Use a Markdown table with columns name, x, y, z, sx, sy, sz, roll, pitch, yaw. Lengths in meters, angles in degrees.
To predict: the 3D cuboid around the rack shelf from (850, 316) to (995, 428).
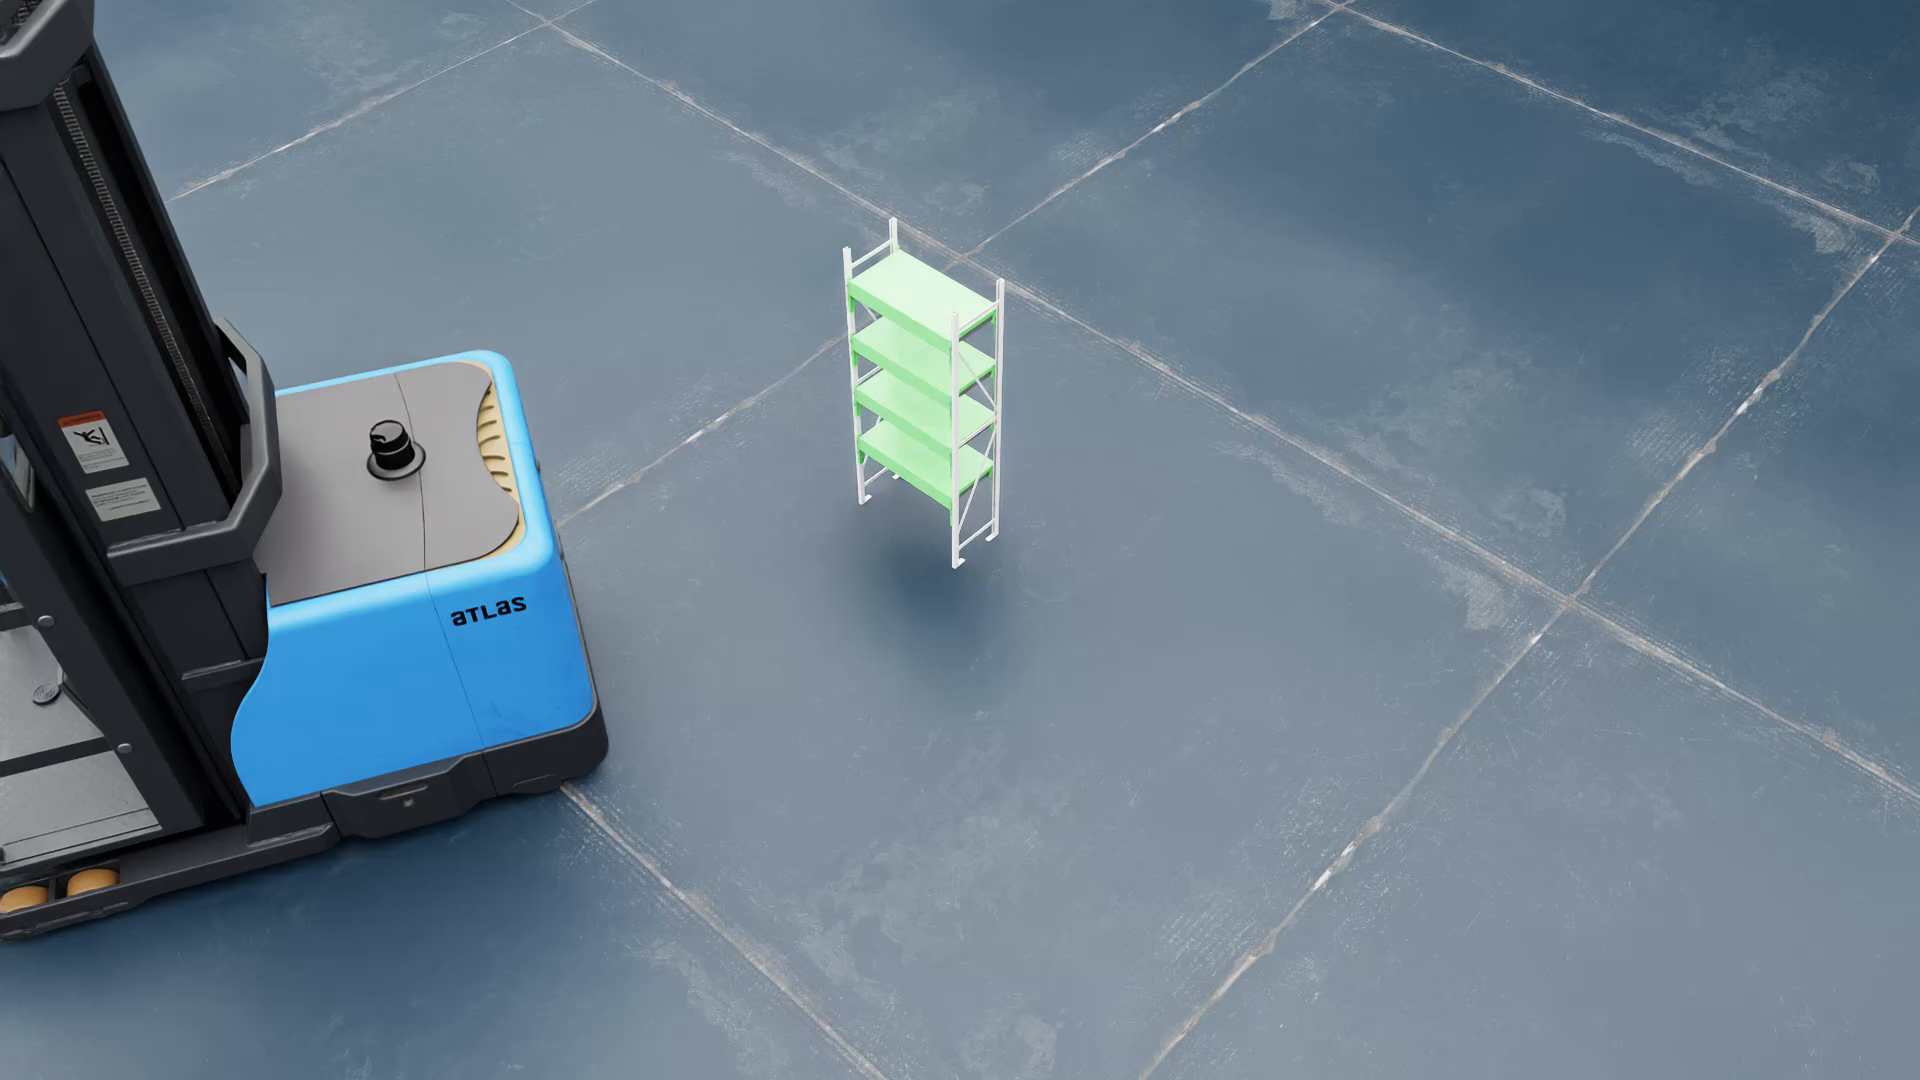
| name | x | y | z | sx | sy | sz | roll | pitch | yaw |
| --- | --- | --- | --- | --- | --- | --- | --- | --- | --- |
| rack shelf | -0.122 | -0.613 | 5.761 | 0.480 | 0.148 | 0.258 | 34 | 55 | 28 |

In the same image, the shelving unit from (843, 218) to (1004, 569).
| name | x | y | z | sx | sy | sz | roll | pitch | yaw |
| --- | --- | --- | --- | --- | --- | --- | --- | --- | --- |
| shelving unit | -0.122 | -0.493 | 5.889 | 0.503 | 1.200 | 0.258 | 34 | 55 | 28 |

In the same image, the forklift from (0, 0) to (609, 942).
| name | x | y | z | sx | sy | sz | roll | pitch | yaw |
| --- | --- | --- | --- | --- | --- | --- | --- | --- | --- |
| forklift | -2.737 | -0.224 | 4.449 | 3.031 | 2.935 | 1.130 | -14 | 48 | -13 |

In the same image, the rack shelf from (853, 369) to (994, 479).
| name | x | y | z | sx | sy | sz | roll | pitch | yaw |
| --- | --- | --- | --- | --- | --- | --- | --- | --- | --- |
| rack shelf | -0.122 | -0.449 | 5.936 | 0.480 | 0.148 | 0.258 | 34 | 55 | 28 |

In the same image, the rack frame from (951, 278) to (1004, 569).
| name | x | y | z | sx | sy | sz | roll | pitch | yaw |
| --- | --- | --- | --- | --- | --- | --- | --- | --- | --- |
| rack frame | 0.058 | -0.372 | 5.776 | 0.015 | 1.200 | 0.240 | 34 | 55 | 28 |

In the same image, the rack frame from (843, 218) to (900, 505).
| name | x | y | z | sx | sy | sz | roll | pitch | yaw |
| --- | --- | --- | --- | --- | --- | --- | --- | --- | --- |
| rack frame | -0.301 | -0.613 | 6.003 | 0.015 | 1.200 | 0.240 | 34 | 55 | 28 |

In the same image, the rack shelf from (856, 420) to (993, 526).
| name | x | y | z | sx | sy | sz | roll | pitch | yaw |
| --- | --- | --- | --- | --- | --- | --- | --- | --- | --- |
| rack shelf | -0.122 | -0.285 | 6.111 | 0.480 | 0.148 | 0.258 | 34 | 55 | 28 |

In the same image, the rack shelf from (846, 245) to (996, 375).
| name | x | y | z | sx | sy | sz | roll | pitch | yaw |
| --- | --- | --- | --- | --- | --- | --- | --- | --- | --- |
| rack shelf | -0.122 | -0.777 | 5.586 | 0.480 | 0.148 | 0.258 | 34 | 55 | 28 |
